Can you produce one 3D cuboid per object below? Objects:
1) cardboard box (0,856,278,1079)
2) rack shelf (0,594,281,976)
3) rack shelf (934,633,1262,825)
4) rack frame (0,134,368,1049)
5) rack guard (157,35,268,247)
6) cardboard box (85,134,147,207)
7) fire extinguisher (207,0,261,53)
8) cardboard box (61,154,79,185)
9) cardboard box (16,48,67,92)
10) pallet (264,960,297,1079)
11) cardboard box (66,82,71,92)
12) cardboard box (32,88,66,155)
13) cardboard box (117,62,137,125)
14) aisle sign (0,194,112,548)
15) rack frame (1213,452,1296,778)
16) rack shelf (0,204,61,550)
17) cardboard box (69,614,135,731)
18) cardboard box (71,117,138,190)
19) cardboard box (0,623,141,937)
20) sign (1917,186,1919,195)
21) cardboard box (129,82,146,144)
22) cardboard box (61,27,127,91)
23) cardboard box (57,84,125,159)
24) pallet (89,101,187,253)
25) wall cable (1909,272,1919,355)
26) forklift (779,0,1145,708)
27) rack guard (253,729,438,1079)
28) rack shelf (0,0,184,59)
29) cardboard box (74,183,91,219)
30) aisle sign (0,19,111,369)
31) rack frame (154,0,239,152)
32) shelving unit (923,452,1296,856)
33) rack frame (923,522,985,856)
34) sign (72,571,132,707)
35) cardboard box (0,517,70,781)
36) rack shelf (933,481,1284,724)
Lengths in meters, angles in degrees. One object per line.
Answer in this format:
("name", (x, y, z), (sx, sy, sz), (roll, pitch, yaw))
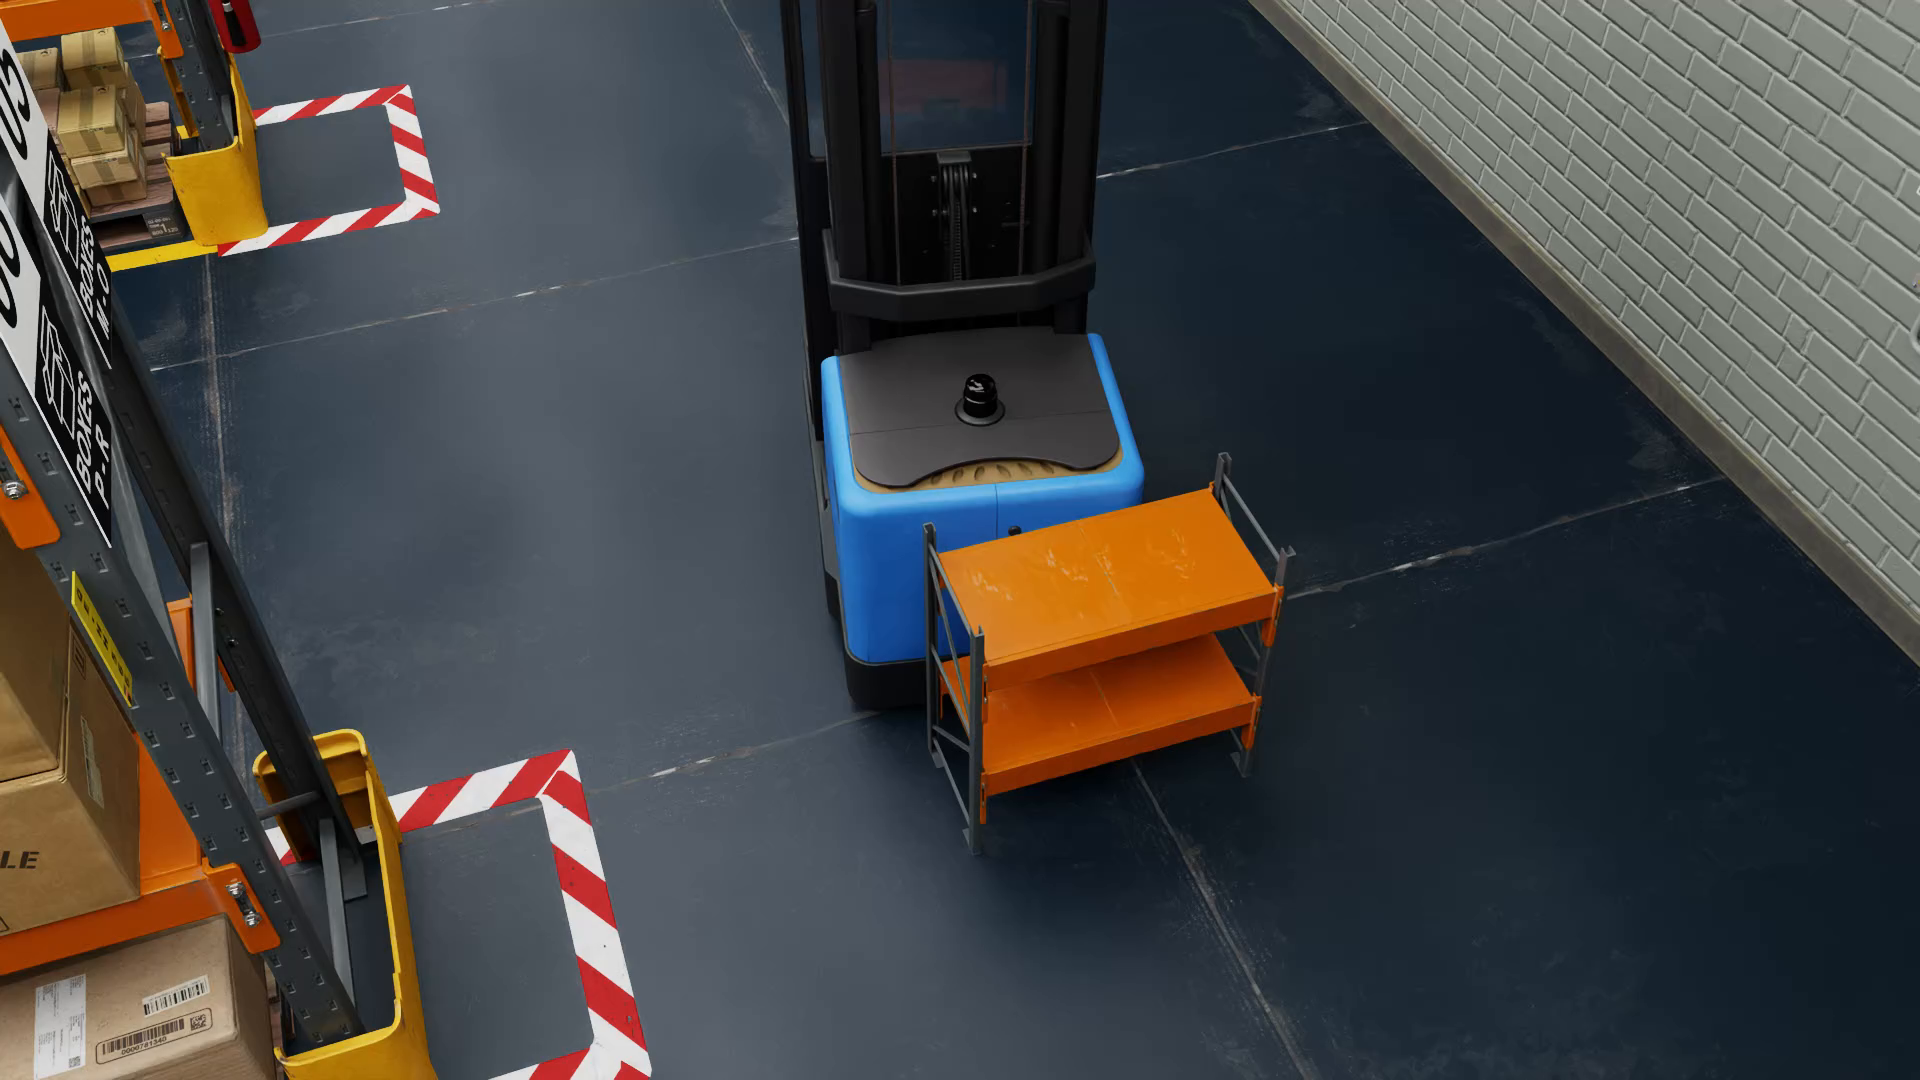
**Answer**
("cardboard box", (-2.532, 1.316, 4.833), (0.875, 0.438, 0.875), (-16, 47, -15))
("rack shelf", (-3.826, 1.069, 4.074), (4.000, 0.370, 1.077), (-14, 47, -14))
("rack shelf", (0.459, 0.567, 5.736), (1.000, 0.278, 0.538), (-14, 47, -13))
("rack frame", (-1.945, 0.334, 4.299), (0.127, 3.000, 1.000), (-14, 47, -14))
("rack guard", (-3.792, -2.038, 8.429), (0.348, 0.500, 1.175), (-14, 47, -14))
("cardboard box", (-4.145, -1.815, 8.158), (0.250, 0.149, 0.380), (-14, 47, -13))
("fire extinguisher", (-3.327, -2.533, 7.475), (0.183, 0.674, 0.296), (-14, 47, -14))
("cardboard box", (-4.384, -1.842, 7.974), (0.250, 0.149, 0.380), (-15, 47, -15))
("cardboard box", (-4.547, -2.245, 8.166), (0.250, 0.149, 0.380), (-14, 47, -13))
("pallet", (-2.670, 1.563, 5.043), (1.213, 0.211, 1.003), (-14, 47, -14))
("cardboard box", (-4.577, -2.203, 8.334), (0.250, 0.149, 0.380), (-15, 47, -14))
("cardboard box", (-4.388, -1.973, 7.895), (0.250, 0.149, 0.380), (-13, 47, -13))
("cardboard box", (-4.301, -2.231, 8.362), (0.250, 0.149, 0.380), (-13, 46, -12))
("aisle sign", (-1.772, -0.394, 3.190), (0.004, 0.787, 0.394), (-14, 47, -14))
("rack frame", (0.940, 0.278, 5.679), (0.032, 1.125, 0.500), (-14, 47, -13))
("rack shelf", (-3.826, 0.010, 3.012), (4.000, 0.370, 1.077), (-14, 47, -14))
("cardboard box", (-2.494, 0.223, 4.339), (0.500, 0.500, 0.500), (-15, 47, -14))
("cardboard box", (-4.120, -1.869, 8.001), (0.250, 0.149, 0.380), (-16, 47, -15))
("cardboard box", (-2.309, 0.591, 3.972), (0.500, 0.500, 0.500), (-14, 47, -14))
("sign", (3.392, -1.179, 5.617), (0.001, 0.218, 0.327), (-14, 47, -14))
("cardboard box", (-4.322, -2.168, 8.509), (0.250, 0.149, 0.380), (-13, 47, -13))
("cardboard box", (-4.329, -2.391, 8.312), (0.250, 0.149, 0.380), (-16, 47, -16))
("cardboard box", (-4.132, -1.995, 7.917), (0.250, 0.149, 0.380), (-14, 47, -13))
("pallet", (-4.568, -1.765, 8.360), (1.213, 0.211, 1.003), (-14, 47, -14))
("wall cable", (3.351, -1.407, 5.295), (0.123, 1.953, 0.585), (-14, 47, -14))
("forklift", (-0.088, -1.476, 6.152), (1.130, 2.935, 3.031), (-6, 45, -6))
("rack guard", (-1.922, 1.211, 5.190), (0.348, 0.500, 1.175), (-14, 47, -14))
("rack shelf", (-5.602, -2.204, 7.337), (4.000, 0.370, 1.077), (-14, 47, -14))
("cardboard box", (-4.352, -1.686, 8.029), (0.250, 0.149, 0.380), (-13, 47, -13))
("aisle sign", (-1.976, -0.794, 3.588), (0.004, 0.787, 0.394), (-14, 47, -14))
("rack frame", (-3.721, -2.939, 7.562), (0.127, 3.000, 1.000), (-14, 47, -14))
("shelving unit", (0.459, 0.395, 5.563), (1.048, 1.125, 0.538), (-14, 47, -13))
("rack frame", (-0.022, 0.511, 5.447), (0.032, 1.125, 0.500), (-14, 47, -13))
("sign", (-1.774, 0.207, 3.441), (0.005, 0.325, 0.100), (-14, 47, -14))
("cardboard box", (-2.317, 0.221, 3.636), (0.500, 0.500, 0.500), (-13, 47, -13))
("rack shelf", (0.459, 0.188, 5.355), (1.000, 0.278, 0.538), (-14, 47, -13))
